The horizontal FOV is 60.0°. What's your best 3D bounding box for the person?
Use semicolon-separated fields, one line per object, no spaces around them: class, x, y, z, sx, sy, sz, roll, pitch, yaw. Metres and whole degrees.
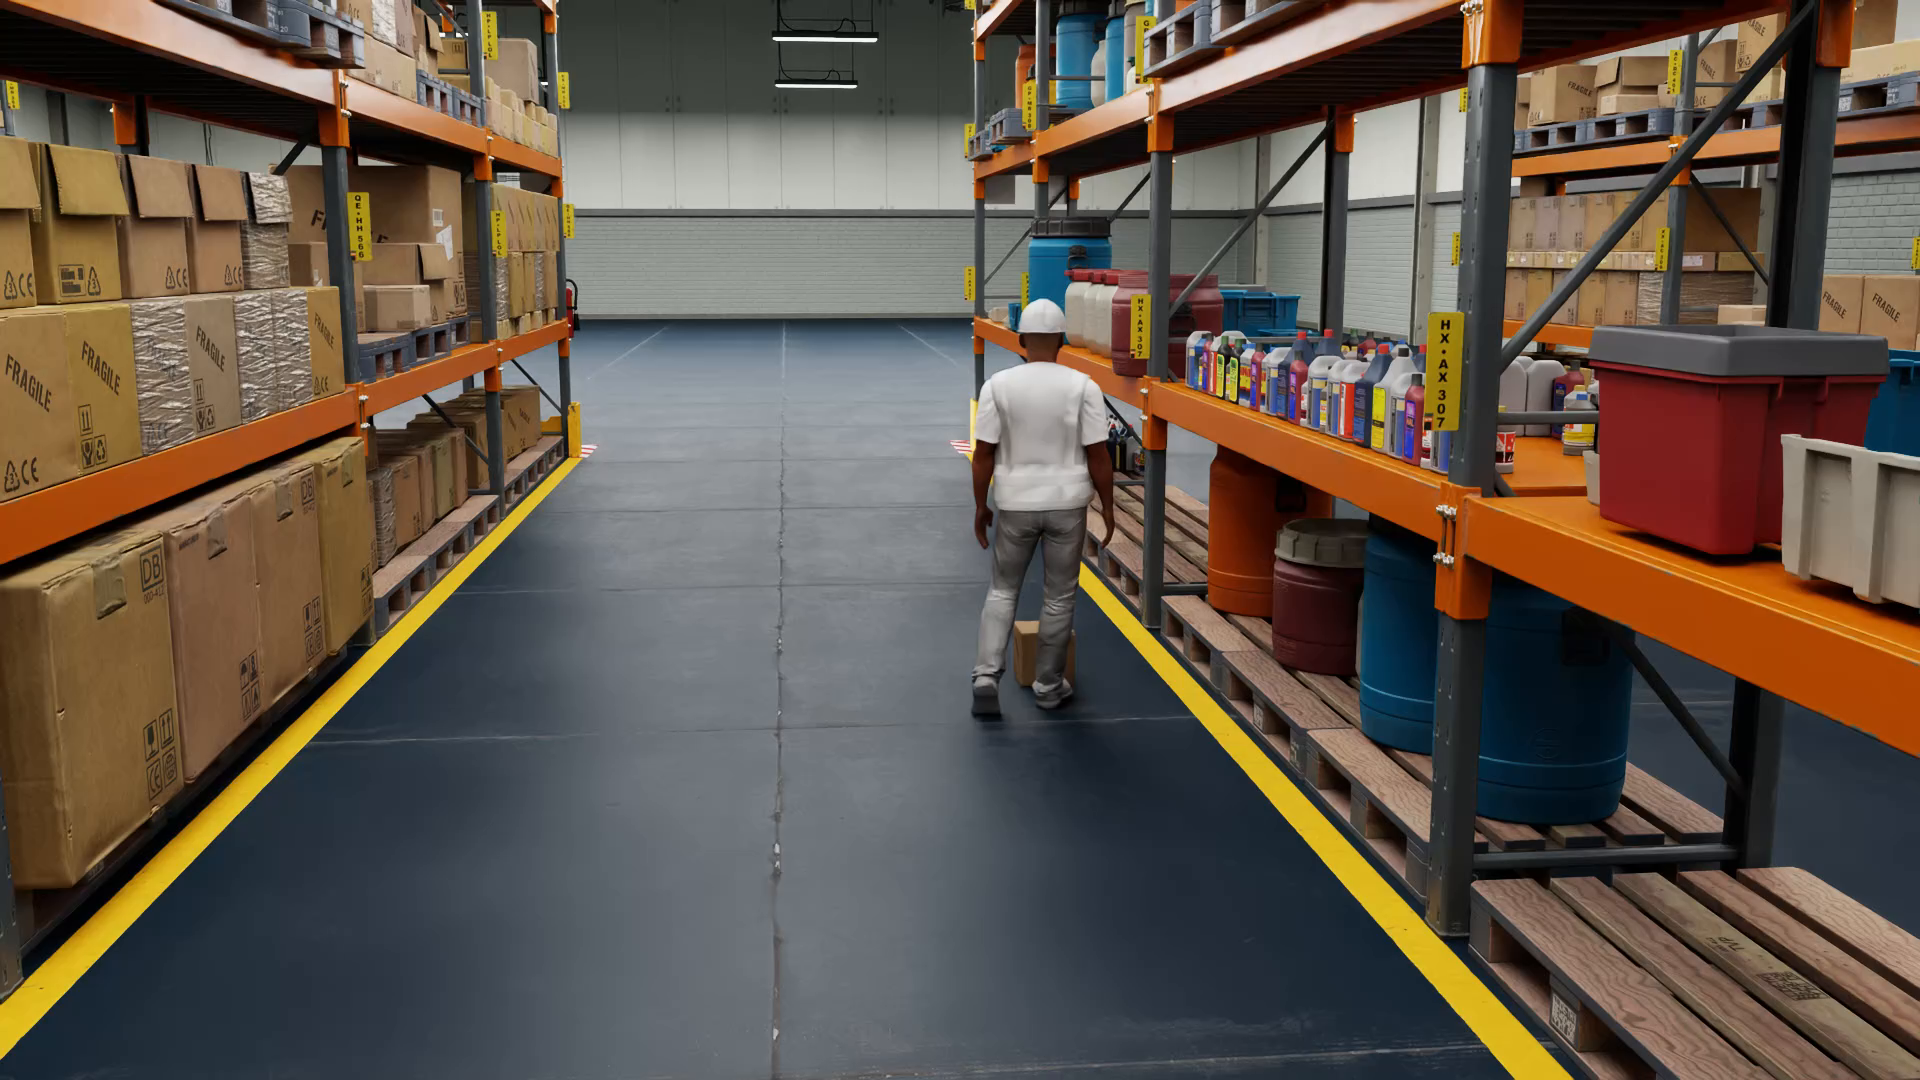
person;0.360;-0.127;7.107;0.600;1.791;0.525;2;10;11
